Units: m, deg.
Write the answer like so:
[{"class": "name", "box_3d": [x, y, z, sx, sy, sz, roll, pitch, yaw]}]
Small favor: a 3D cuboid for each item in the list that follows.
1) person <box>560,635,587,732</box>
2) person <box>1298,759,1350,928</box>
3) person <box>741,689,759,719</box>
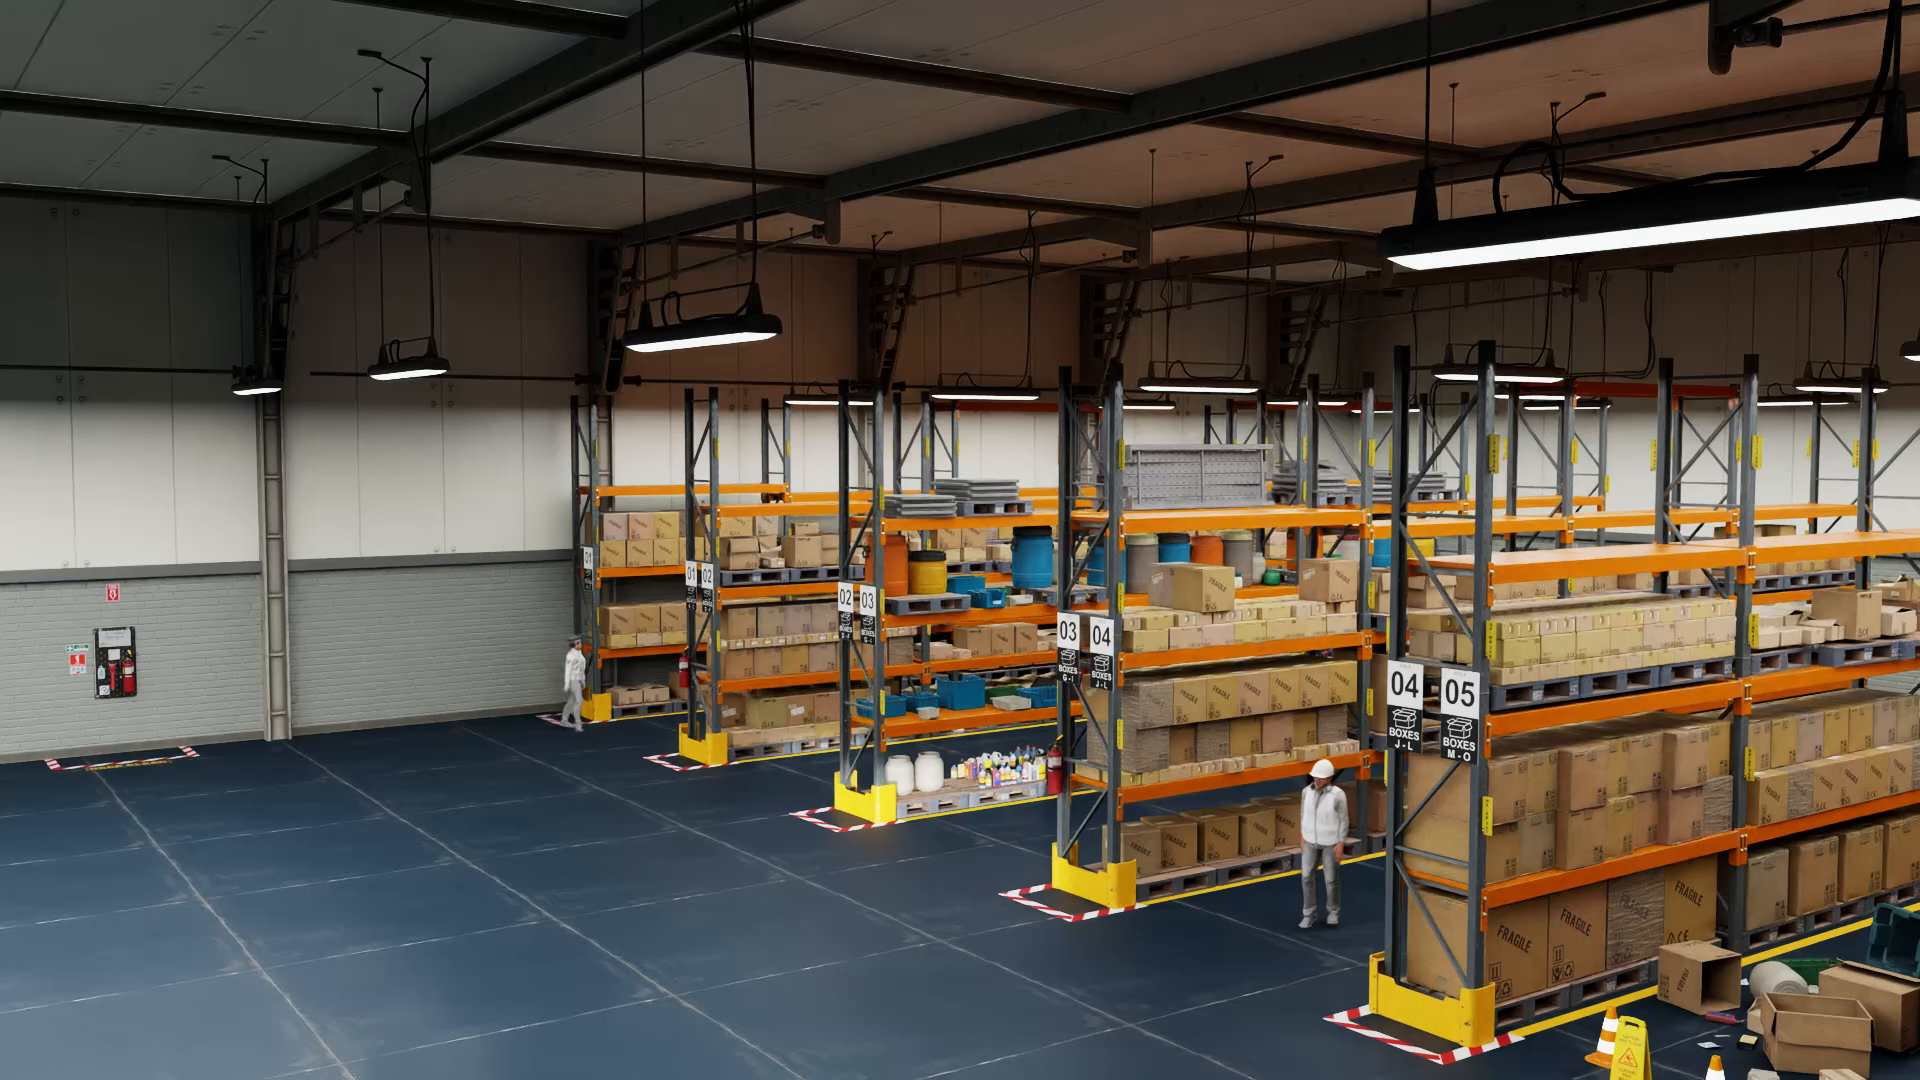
[{"class": "person", "box_3d": [-6.915, 2.559, 29.774, 0.568, 1.706, 0.550, 1, 4, 12]}, {"class": "person", "box_3d": [3.865, 3.235, 17.670, 0.587, 1.838, 0.505, 3, 4, 37]}, {"class": "person", "box_3d": [-3.889, 2.482, 30.619, 0.649, 1.660, 0.560, 0, 3, -7]}]
